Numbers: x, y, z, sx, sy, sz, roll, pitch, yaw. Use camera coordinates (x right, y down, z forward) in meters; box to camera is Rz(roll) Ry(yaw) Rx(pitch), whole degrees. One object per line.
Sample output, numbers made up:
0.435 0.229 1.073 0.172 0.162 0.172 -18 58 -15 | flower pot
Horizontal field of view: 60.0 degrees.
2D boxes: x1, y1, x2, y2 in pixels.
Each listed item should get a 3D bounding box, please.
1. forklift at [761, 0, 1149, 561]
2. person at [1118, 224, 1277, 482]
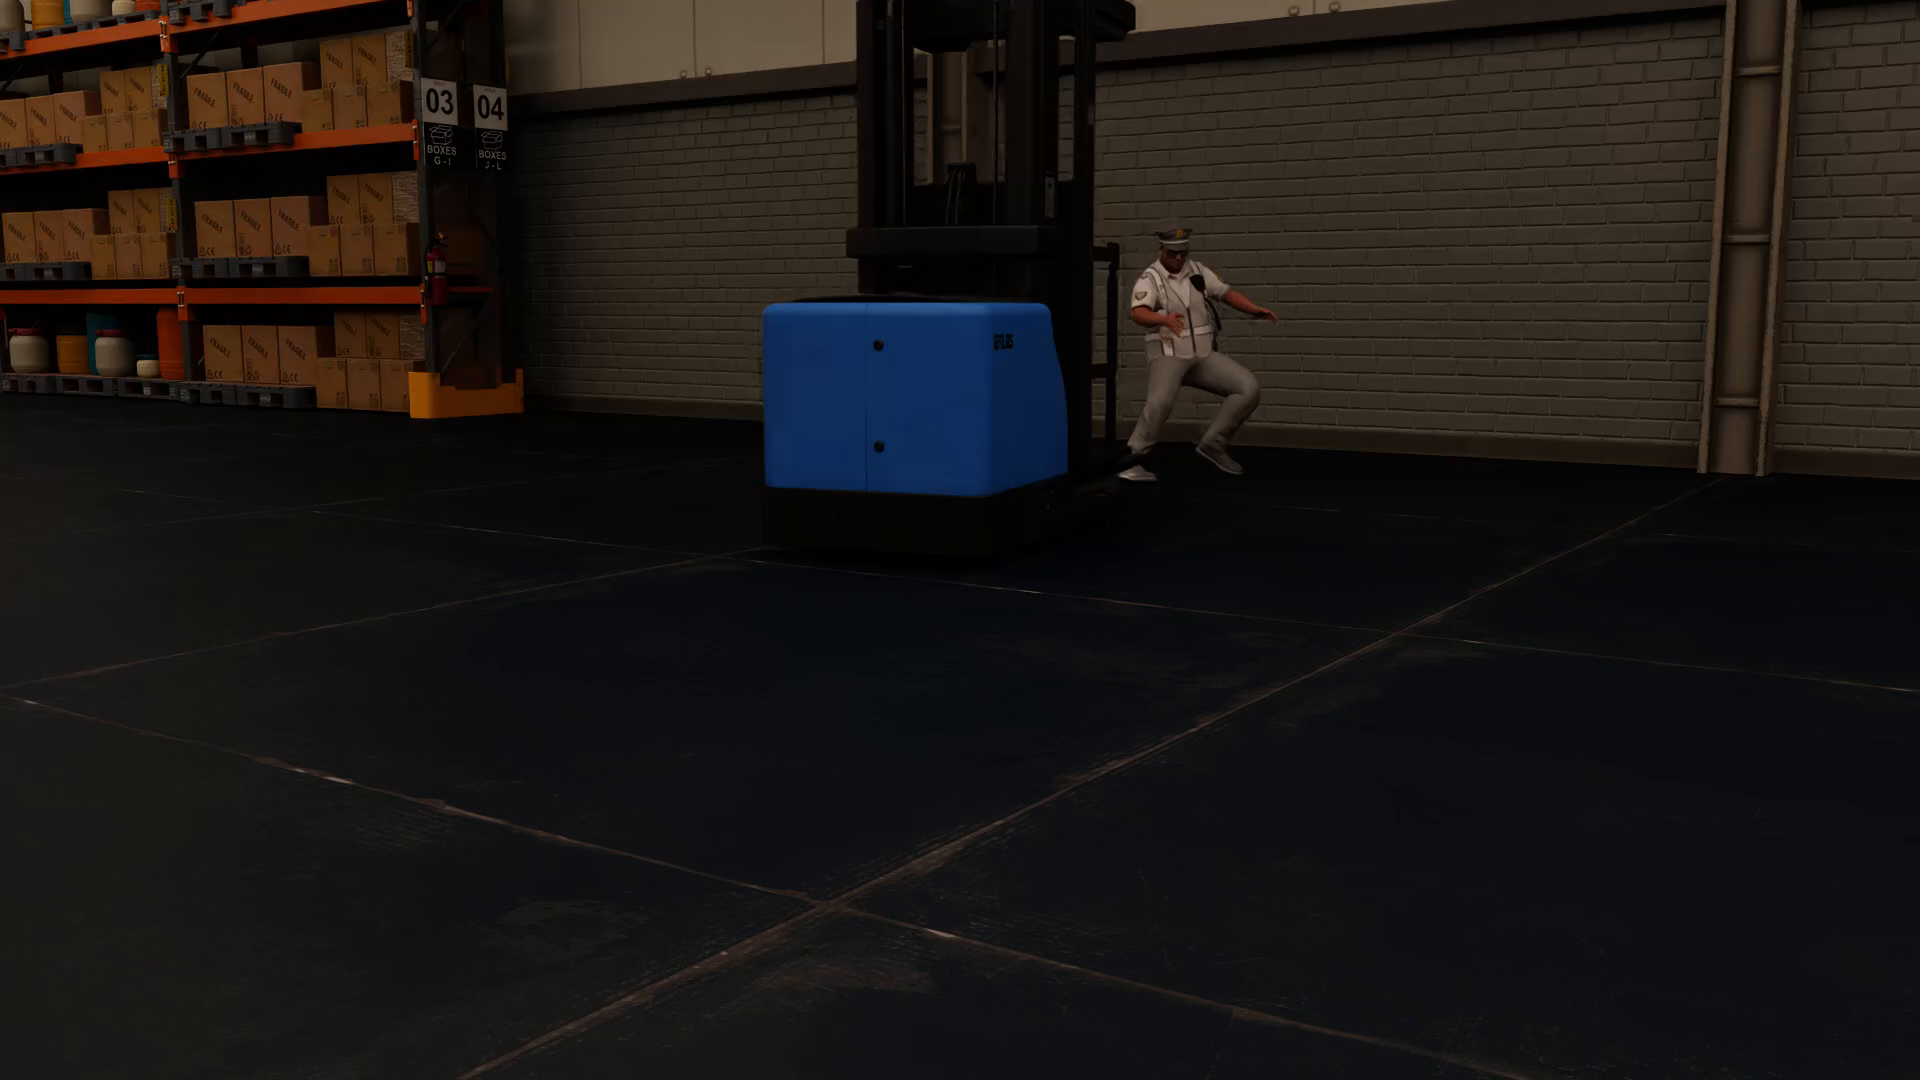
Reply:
0.186 -1.535 7.986 1.130 2.935 3.031 3 9 22 | forklift
1.429 -1.150 10.168 0.945 1.549 0.790 -3 9 -19 | person
